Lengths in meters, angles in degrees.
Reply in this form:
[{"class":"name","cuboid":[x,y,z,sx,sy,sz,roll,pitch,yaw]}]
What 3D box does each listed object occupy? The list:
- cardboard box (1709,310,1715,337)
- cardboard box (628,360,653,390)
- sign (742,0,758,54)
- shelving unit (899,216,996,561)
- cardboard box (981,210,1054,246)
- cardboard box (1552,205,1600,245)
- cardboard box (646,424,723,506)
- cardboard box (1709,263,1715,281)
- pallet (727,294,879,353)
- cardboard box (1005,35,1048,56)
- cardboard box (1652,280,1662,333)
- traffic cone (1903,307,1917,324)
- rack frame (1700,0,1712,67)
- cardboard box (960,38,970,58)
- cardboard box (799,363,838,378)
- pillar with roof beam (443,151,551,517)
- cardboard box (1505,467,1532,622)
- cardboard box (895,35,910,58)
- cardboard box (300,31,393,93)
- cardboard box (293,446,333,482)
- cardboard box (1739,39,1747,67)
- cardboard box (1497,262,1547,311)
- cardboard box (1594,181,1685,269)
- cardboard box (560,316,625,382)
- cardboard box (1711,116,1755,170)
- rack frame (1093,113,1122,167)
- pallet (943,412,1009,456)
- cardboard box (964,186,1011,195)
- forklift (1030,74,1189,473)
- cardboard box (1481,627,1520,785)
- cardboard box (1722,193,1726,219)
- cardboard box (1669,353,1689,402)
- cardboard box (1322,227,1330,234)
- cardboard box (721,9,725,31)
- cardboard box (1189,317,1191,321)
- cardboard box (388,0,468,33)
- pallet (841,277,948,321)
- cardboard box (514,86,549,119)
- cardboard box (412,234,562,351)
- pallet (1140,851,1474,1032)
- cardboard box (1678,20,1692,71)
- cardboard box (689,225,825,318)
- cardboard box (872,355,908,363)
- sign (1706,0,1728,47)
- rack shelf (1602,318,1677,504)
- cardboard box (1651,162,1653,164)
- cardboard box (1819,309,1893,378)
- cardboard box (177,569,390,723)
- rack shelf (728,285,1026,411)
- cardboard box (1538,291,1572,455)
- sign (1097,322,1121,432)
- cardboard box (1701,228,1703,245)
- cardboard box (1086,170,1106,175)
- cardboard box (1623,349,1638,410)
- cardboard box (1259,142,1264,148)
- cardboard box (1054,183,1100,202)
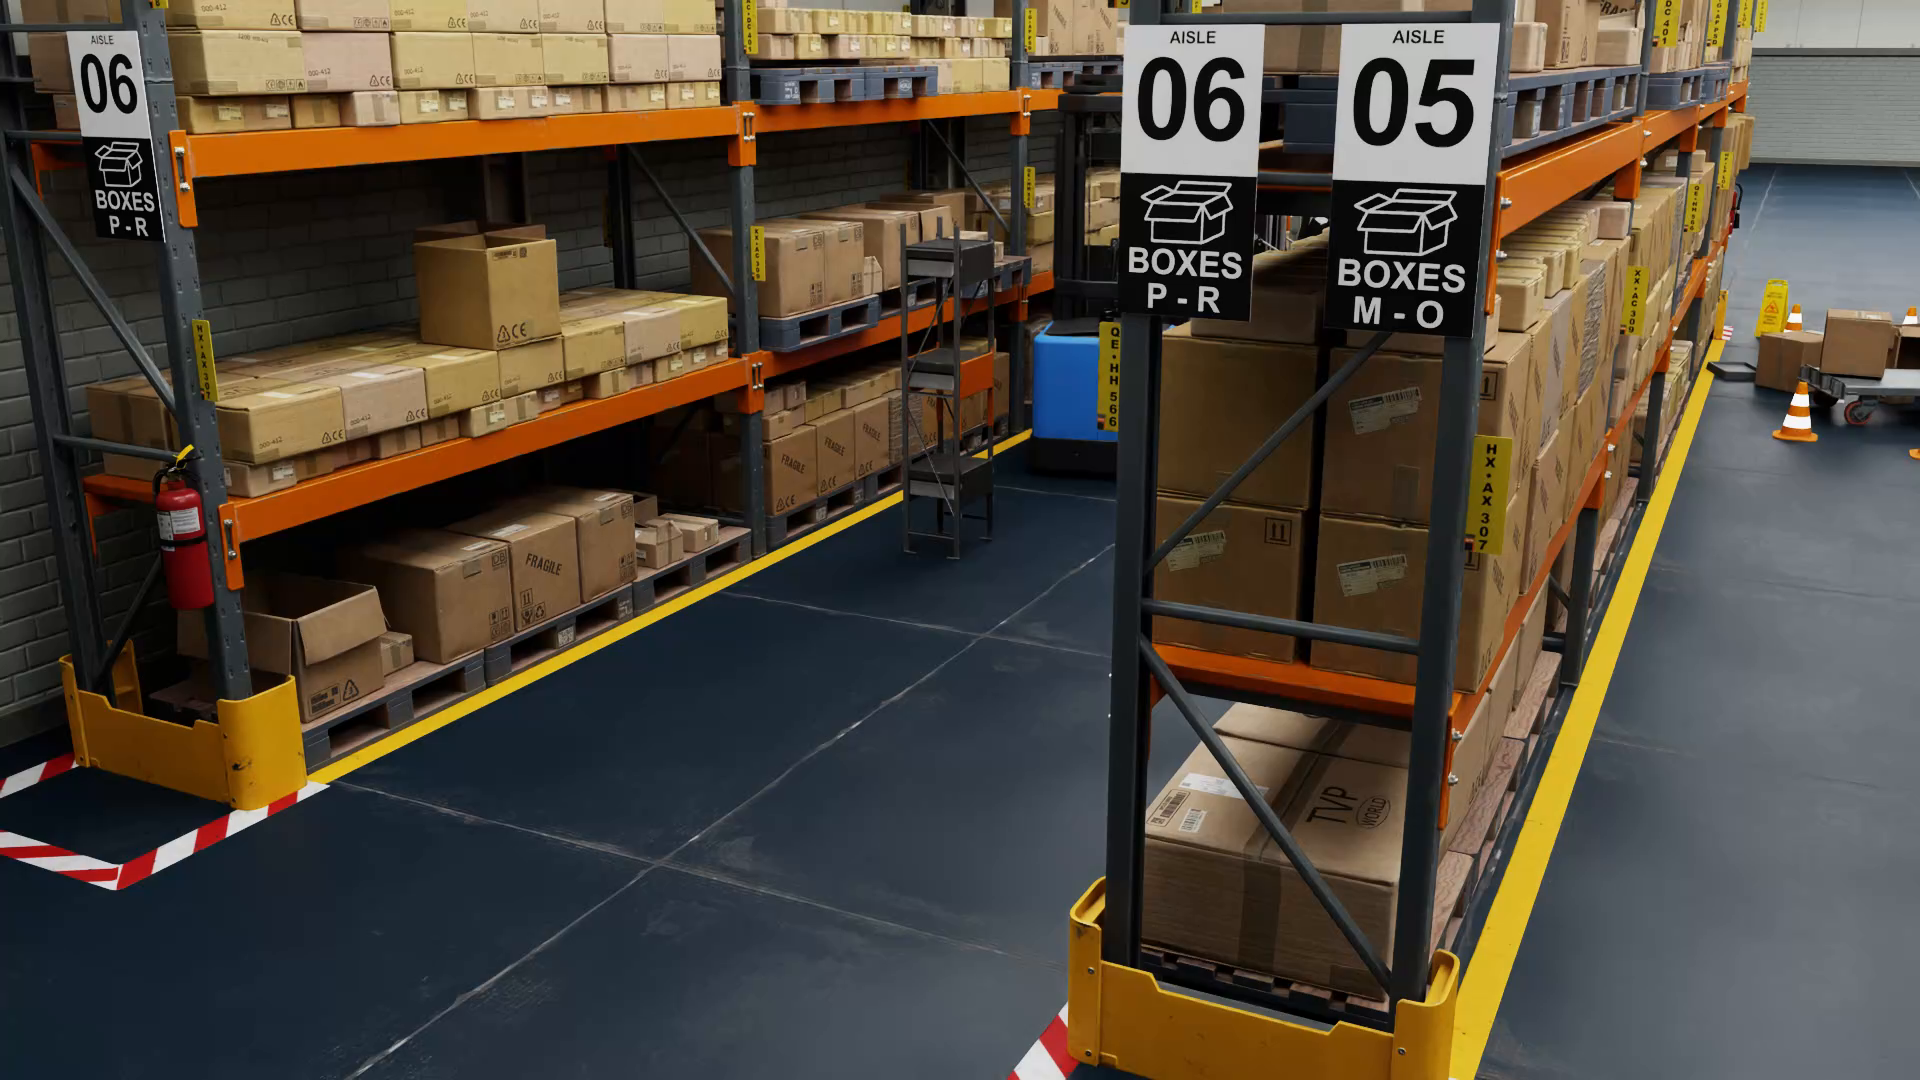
[{"class":"cardboard box","cuboid":[7.727,-2.328,17.685,0.500,0.250,0.500,8,18,26]},{"class":"cardboard box","cuboid":[-1.967,-0.954,9.409,0.380,0.149,0.250,9,19,27]},{"class":"sign","cuboid":[-1.229,-3.008,9.708,0.100,0.325,0.005,8,18,25]},{"class":"shelving unit","cuboid":[-0.074,-0.964,10.583,0.431,2.100,0.503,8,18,25]},{"class":"cardboard box","cuboid":[0.509,-2.655,14.080,0.500,0.250,0.500,8,18,25]},{"class":"cardboard box","cuboid":[2.657,-1.425,7.482,0.380,0.149,0.250,9,19,27]},{"class":"cardboard box","cuboid":[-1.763,-0.555,11.278,0.500,0.500,0.500,8,18,25]},{"class":"cardboard box","cuboid":[7.142,-2.622,16.218,0.380,0.149,0.250,9,19,27]},{"class":"pallet","cuboid":[-1.263,-1.487,11.100,1.003,0.211,1.213,8,18,25]},{"class":"cardboard box","cuboid":[0.497,-4.034,13.566,0.380,0.166,0.250,8,18,25]},{"class":"cardboard box","cuboid":[3.855,-1.393,9.833,0.500,0.250,0.500,7,18,24]},{"class":"traffic cone","cuboid":[10.193,-2.271,17.858,0.336,0.463,0.334,8,18,25]},{"class":"rack frame","cuboid":[4.512,-4.654,10.887,1.000,3.000,0.127,8,18,25]},{"class":"cardboard box","cuboid":[-0.147,-3.717,12.567,0.380,0.149,0.250,9,19,27]},{"class":"cardboard box","cuboid":[-1.131,-1.230,12.409,0.380,0.149,0.250,7,18,23]},{"class":"pillar with roof beam","cuboid":[1.016,-3.655,7.525,9.100,9.000,0.400,8,18,25]},{"class":"cardboard box","cuboid":[1.610,-0.006,5.601,0.500,0.500,0.500,8,18,25]},{"class":"cardboard box","cuboid":[-0.565,-3.377,11.384,0.380,0.149,0.250,9,19,27]},{"class":"cardboard box","cuboid":[-2.854,-2.090,7.264,0.500,0.250,0.500,8,19,26]},{"class":"cardboard box","cuboid":[-3.041,-0.370,7.442,0.380,0.149,0.250,9,19,27]},{"class":"cardboard box","cuboid":[7.198,-4.641,15.854,0.500,0.250,0.500,8,18,26]},{"class":"cardboard box","cuboid":[1.717,-0.830,5.480,0.380,0.149,0.250,7,18,24]},{"class":"cardboard box","cuboid":[4.293,-2.008,10.586,0.500,0.500,0.500,8,19,26]},{"class":"cardboard box","cuboid":[-2.172,-1.045,9.014,0.500,0.250,0.500,8,18,25]},{"class":"cardboard box","cuboid":[7.685,-4.057,16.960,0.700,0.500,0.500,8,18,25]},{"class":"rack frame","cuboid":[1.857,-3.427,17.295,1.000,3.000,0.127,8,18,25]},{"class":"pallet","cuboid":[-0.298,-0.886,13.638,1.003,0.211,1.213,8,18,25]},{"class":"cardboard box","cuboid":[0.221,-3.015,14.592,0.380,0.149,0.250,8,18,25]},{"class":"forklift","cuboid":[1.342,-2.270,13.519,1.130,2.935,3.031,3,17,12]},{"class":"cardboard box","cuboid":[1.948,0.642,7.356,0.875,0.438,0.875,8,18,24]},{"class":"cardboard box","cuboid":[7.393,-3.452,16.681,0.500,0.500,0.500,8,18,26]},{"class":"cardboard box","cuboid":[5.749,-1.421,14.417,0.950,0.372,0.625,9,19,29]},{"class":"cardboard box","cuboid":[1.654,-1.164,6.605,0.380,0.149,0.250,8,18,26]},{"class":"cardboard box","cuboid":[-1.593,-3.258,10.464,0.380,0.149,0.250,8,18,26]},{"class":"cardboard box","cuboid":[2.369,-2.392,17.900,0.500,0.250,0.500,8,18,26]},{"class":"cardboard box","cuboid":[-2.626,-2.457,7.622,0.500,0.250,0.500,8,18,25]},{"class":"pallet","cuboid":[-0.795,-1.820,12.222,1.003,0.211,1.213,8,18,25]},{"class":"cardboard box","cuboid":[-2.276,-2.182,8.275,0.380,0.149,0.250,9,19,26]},{"class":"cardboard box","cuboid":[-2.391,-1.264,8.436,0.500,0.500,0.500,9,19,27]},{"class":"pallet","cuboid":[1.224,1.383,5.997,1.003,0.211,1.213,8,18,25]},{"class":"cardboard box","cuboid":[3.854,-2.755,9.260,0.396,0.266,0.258,10,19,30]},{"class":"cardboard box","cuboid":[-1.302,-1.733,10.679,0.700,0.500,0.500,9,19,27]},{"class":"cardboard box","cuboid":[-0.445,-1.304,12.661,0.380,0.149,0.250,8,18,25]},{"class":"sign","cuboid":[5.005,-3.429,10.985,0.100,0.325,0.005,8,18,25]},{"class":"rack shelf","cuboid":[3.618,-0.924,10.129,1.077,0.370,4.000,8,18,25]},{"class":"cardboard box","cuboid":[5.833,-3.106,14.776,0.500,0.500,0.500,9,19,27]},{"class":"cardboard box","cuboid":[7.905,-1.743,14.683,0.500,0.500,0.500,8,18,25]},{"class":"cardboard box","cuboid":[-3.147,0.481,7.784,0.797,0.503,0.637,7,18,23]},{"class":"rack shelf","cuboid":[-0.824,-1.554,12.252,1.077,0.370,4.000,8,18,25]},{"class":"cardboard box","cuboid":[1.854,-0.618,5.905,0.500,0.500,0.500,8,18,25]},{"class":"sign","cuboid":[0.458,-0.481,4.927,0.100,0.325,0.005,8,18,25]},{"class":"cardboard box","cuboid":[6.099,-2.576,14.133,0.380,0.149,0.250,8,18,24]},{"class":"cardboard box","cuboid":[1.229,-3.599,16.557,0.380,0.149,0.250,8,18,25]},{"class":"cardboard box","cuboid":[3.387,-0.898,9.041,0.500,0.250,0.500,8,18,24]},{"class":"cardboard box","cuboid":[3.303,-4.558,19.266,0.380,0.149,0.250,9,19,27]},{"class":"cardboard box","cuboid":[1.043,-3.141,15.017,0.380,0.149,0.250,9,19,27]}]
